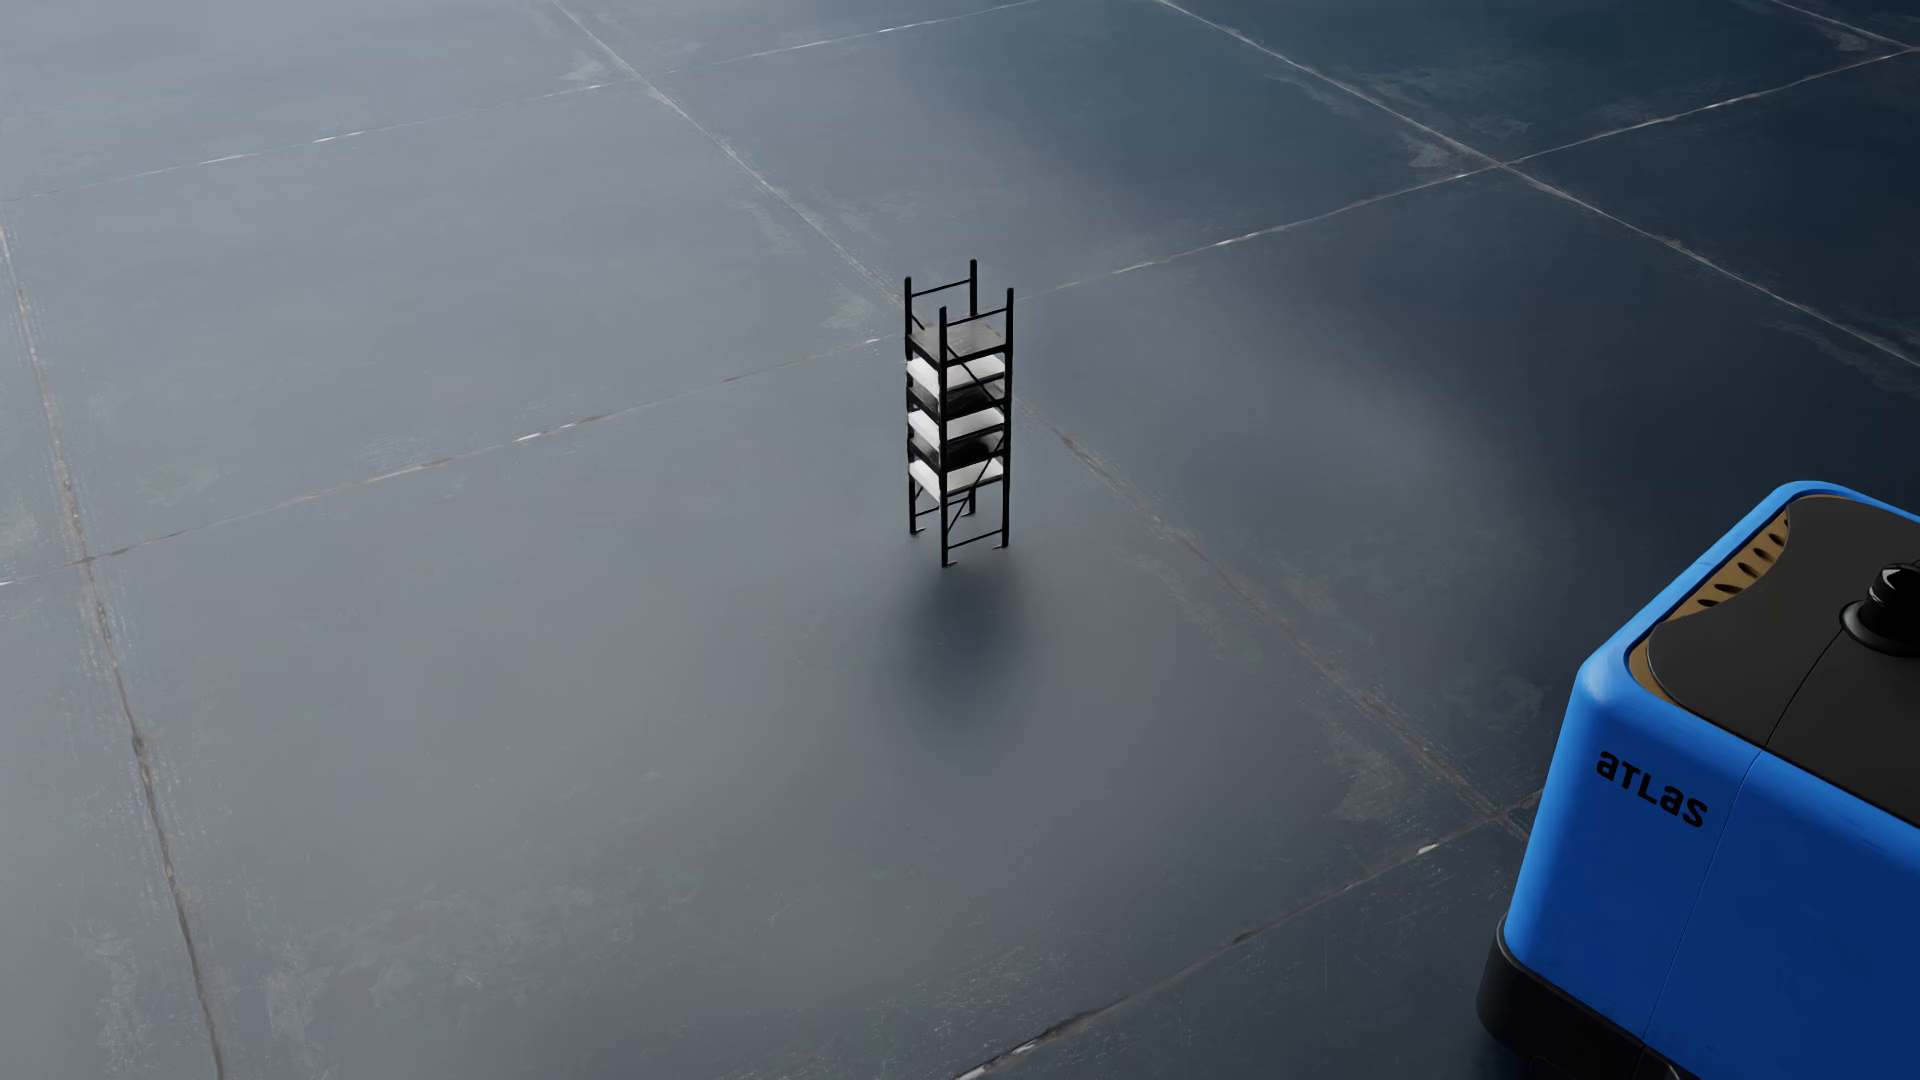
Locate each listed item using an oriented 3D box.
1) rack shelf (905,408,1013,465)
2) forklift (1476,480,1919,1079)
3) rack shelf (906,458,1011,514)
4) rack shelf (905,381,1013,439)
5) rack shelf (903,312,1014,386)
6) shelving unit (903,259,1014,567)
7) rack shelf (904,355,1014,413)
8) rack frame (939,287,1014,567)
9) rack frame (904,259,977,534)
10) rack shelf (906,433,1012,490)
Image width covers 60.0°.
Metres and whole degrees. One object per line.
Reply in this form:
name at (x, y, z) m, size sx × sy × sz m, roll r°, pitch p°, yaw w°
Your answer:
rack shelf at (-0.004, -0.341, 5.010) m, size 0.258 × 0.077 × 0.200 m, roll -19°, pitch 40°, yaw -24°
forklift at (2.536, 0.349, 2.288) m, size 1.130 × 2.935 × 3.031 m, roll -30°, pitch 46°, yaw -34°
rack shelf at (-0.004, -0.195, 5.116) m, size 0.258 × 0.077 × 0.200 m, roll -19°, pitch 40°, yaw -24°
rack shelf at (-0.004, -0.413, 4.957) m, size 0.258 × 0.077 × 0.200 m, roll -19°, pitch 40°, yaw -24°
rack shelf at (-0.004, -0.559, 4.851) m, size 0.258 × 0.077 × 0.200 m, roll -19°, pitch 40°, yaw -24°
shelving unit at (-0.004, -0.368, 4.990) m, size 0.258 × 0.900 × 0.210 m, roll -19°, pitch 40°, yaw -24°
rack shelf at (-0.004, -0.486, 4.904) m, size 0.258 × 0.077 × 0.200 m, roll -19°, pitch 40°, yaw -24°
rack frame at (0.047, -0.316, 4.919) m, size 0.240 × 0.900 × 0.006 m, roll -19°, pitch 40°, yaw -24°
rack frame at (-0.055, -0.419, 5.061) m, size 0.240 × 0.900 × 0.006 m, roll -19°, pitch 40°, yaw -24°
rack shelf at (-0.004, -0.268, 5.063) m, size 0.258 × 0.077 × 0.200 m, roll -19°, pitch 40°, yaw -24°
